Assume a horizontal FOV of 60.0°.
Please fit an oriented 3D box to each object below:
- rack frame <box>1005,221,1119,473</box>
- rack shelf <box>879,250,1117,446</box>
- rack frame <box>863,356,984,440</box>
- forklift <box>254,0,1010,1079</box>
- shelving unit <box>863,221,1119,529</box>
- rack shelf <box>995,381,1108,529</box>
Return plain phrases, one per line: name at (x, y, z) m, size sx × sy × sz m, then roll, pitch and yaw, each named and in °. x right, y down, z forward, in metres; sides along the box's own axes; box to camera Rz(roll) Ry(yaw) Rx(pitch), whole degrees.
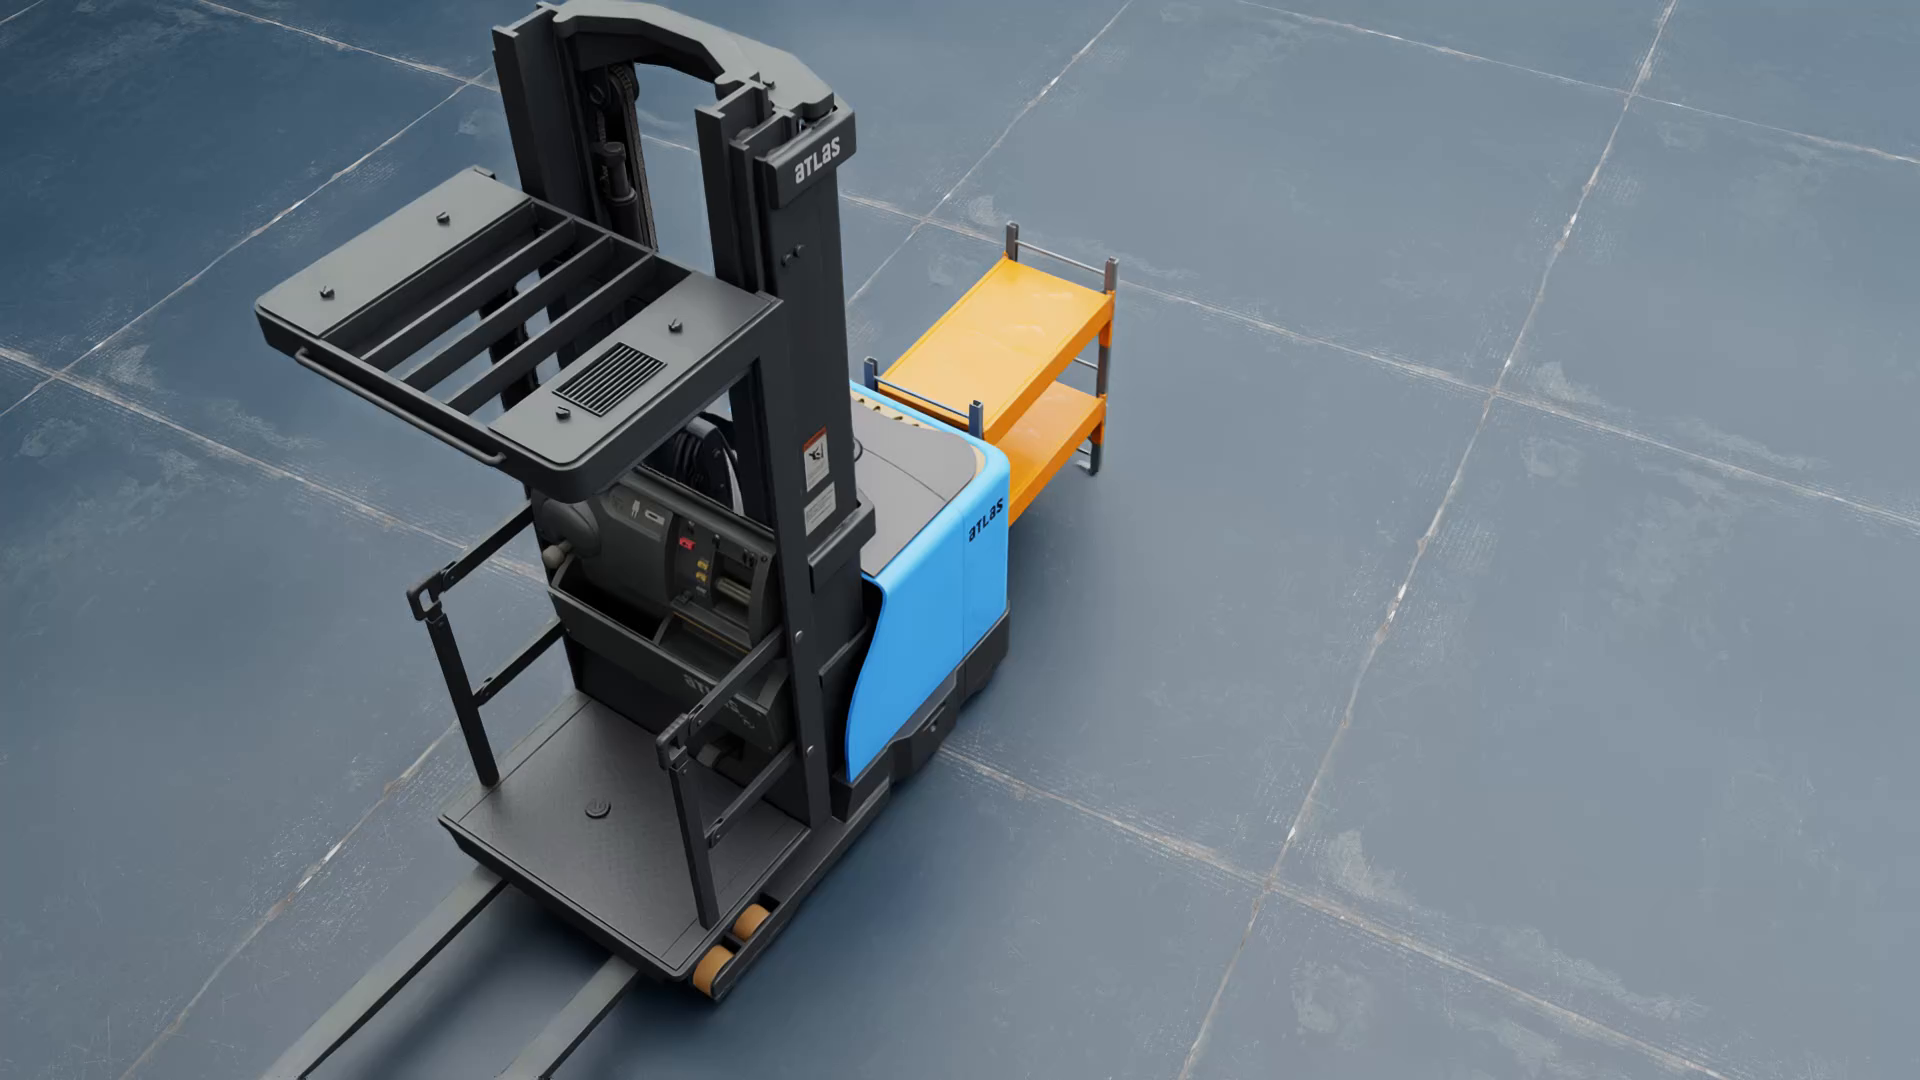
rack frame at (0.405, -0.791, 7.021) m, size 0.500 × 1.125 × 0.032 m, roll 24°, pitch 50°, yaw 22°
rack shelf at (0.135, -0.691, 6.510) m, size 0.538 × 0.278 × 1.000 m, roll 24°, pitch 50°, yaw 22°
rack frame at (-0.135, -0.179, 6.416) m, size 0.500 × 1.125 × 0.032 m, roll 24°, pitch 50°, yaw 22°
forklift at (-1.057, 0.090, 4.880) m, size 1.130 × 2.935 × 3.031 m, roll 26°, pitch 51°, yaw 23°
shelving unit at (0.135, -0.485, 6.718) m, size 0.538 × 1.125 × 1.048 m, roll 24°, pitch 50°, yaw 22°
rack shelf at (0.135, -0.313, 6.892) m, size 0.538 × 0.278 × 1.000 m, roll 24°, pitch 50°, yaw 22°
